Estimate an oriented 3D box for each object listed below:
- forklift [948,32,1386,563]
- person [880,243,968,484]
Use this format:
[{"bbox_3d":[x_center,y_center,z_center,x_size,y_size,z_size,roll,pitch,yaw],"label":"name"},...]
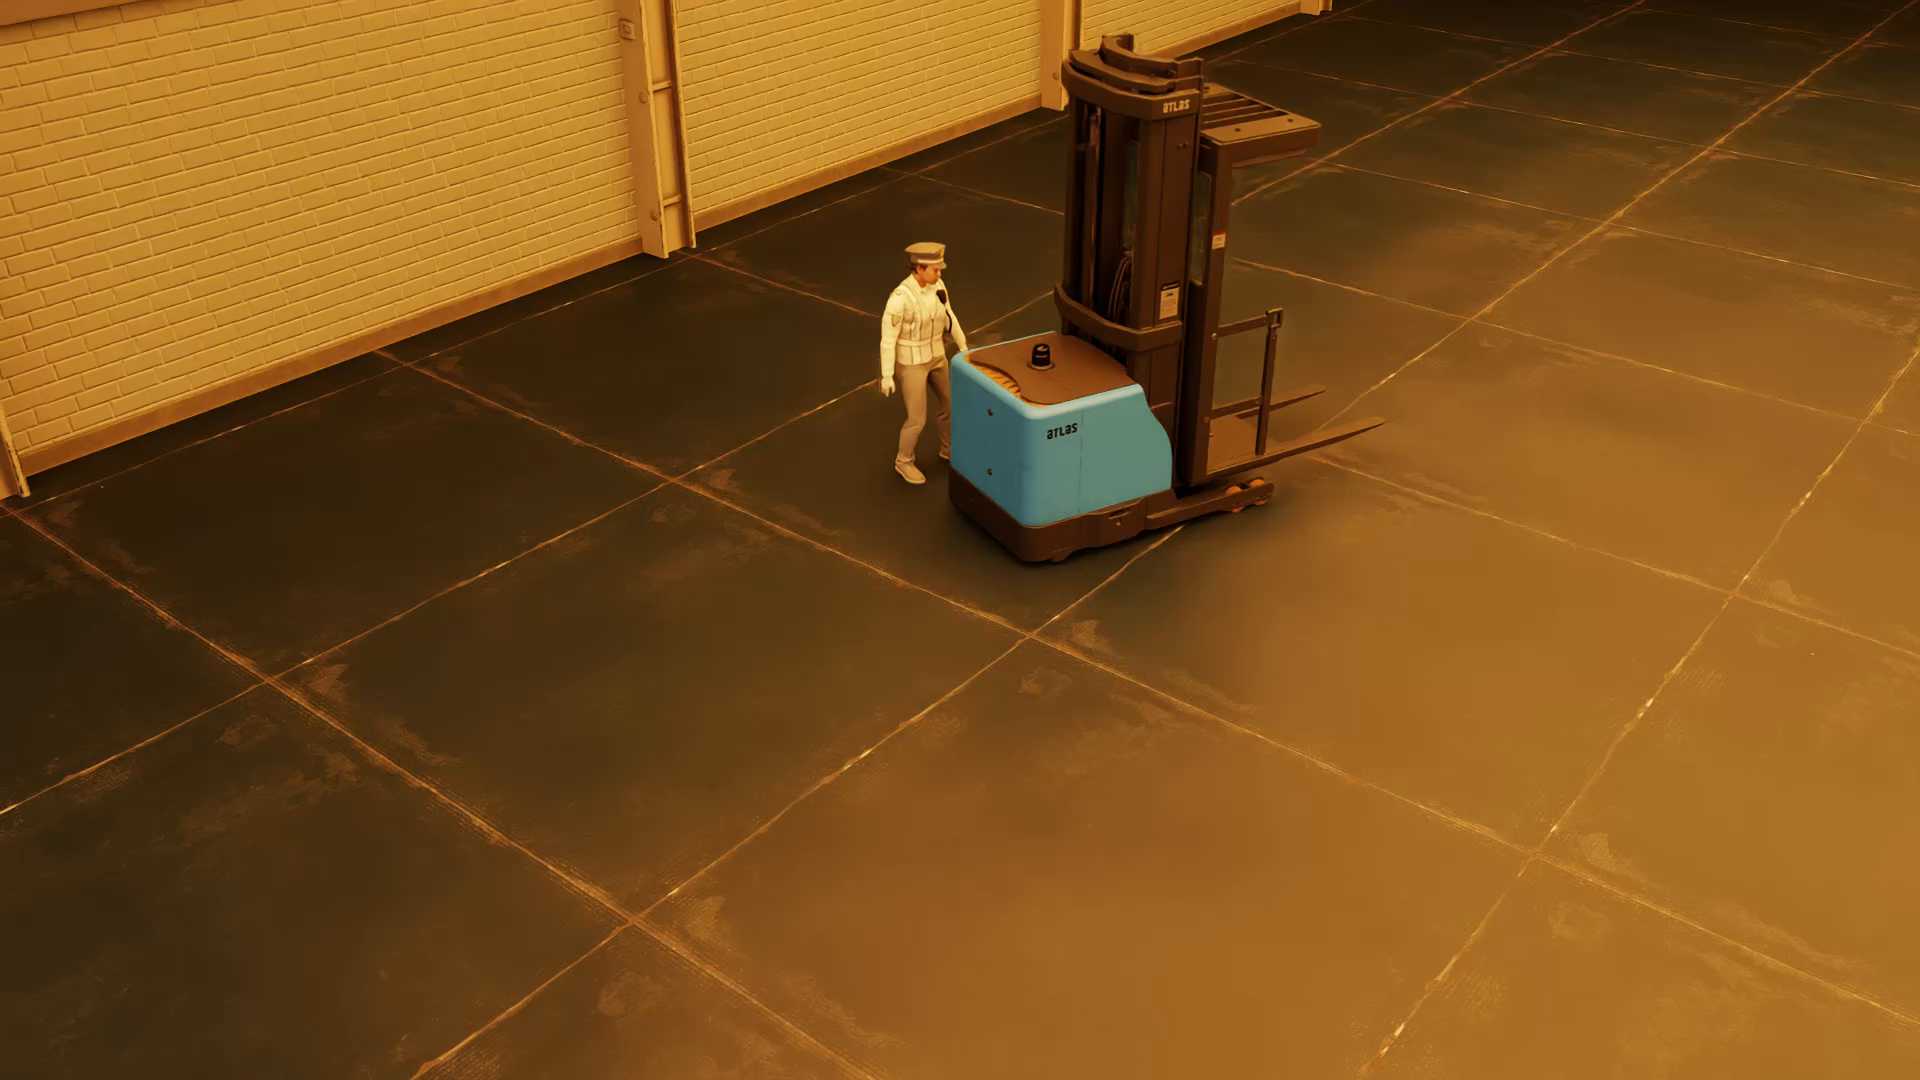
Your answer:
[{"bbox_3d":[1.460,-1.659,10.434,3.031,2.935,1.130,-16,34,-26],"label":"forklift"},{"bbox_3d":[-0.225,-1.169,10.878,0.372,1.642,0.713,24,38,35],"label":"person"}]
